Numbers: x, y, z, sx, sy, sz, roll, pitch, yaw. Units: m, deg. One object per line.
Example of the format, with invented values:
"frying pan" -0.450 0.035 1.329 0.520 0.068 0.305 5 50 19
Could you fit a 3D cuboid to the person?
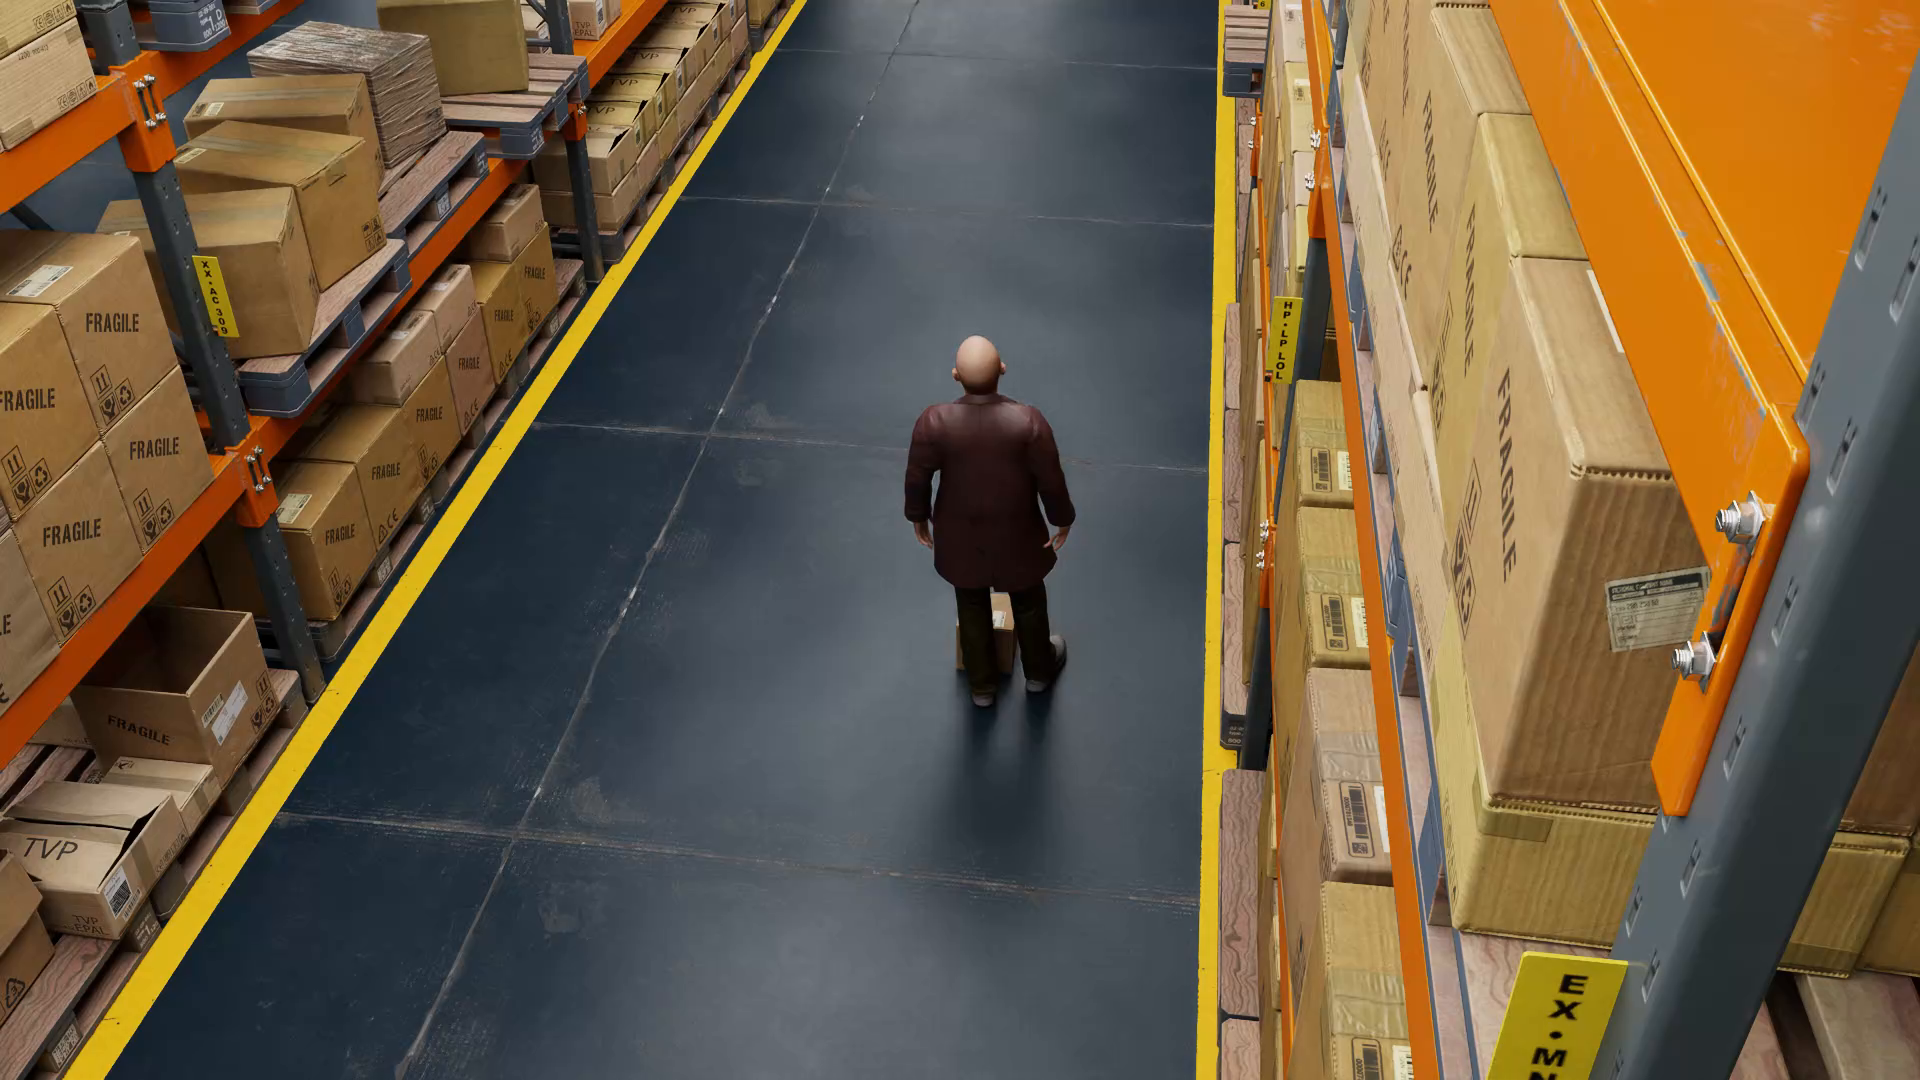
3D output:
"person" 0.128 -0.108 6.795 0.697 1.778 0.579 5 36 6
